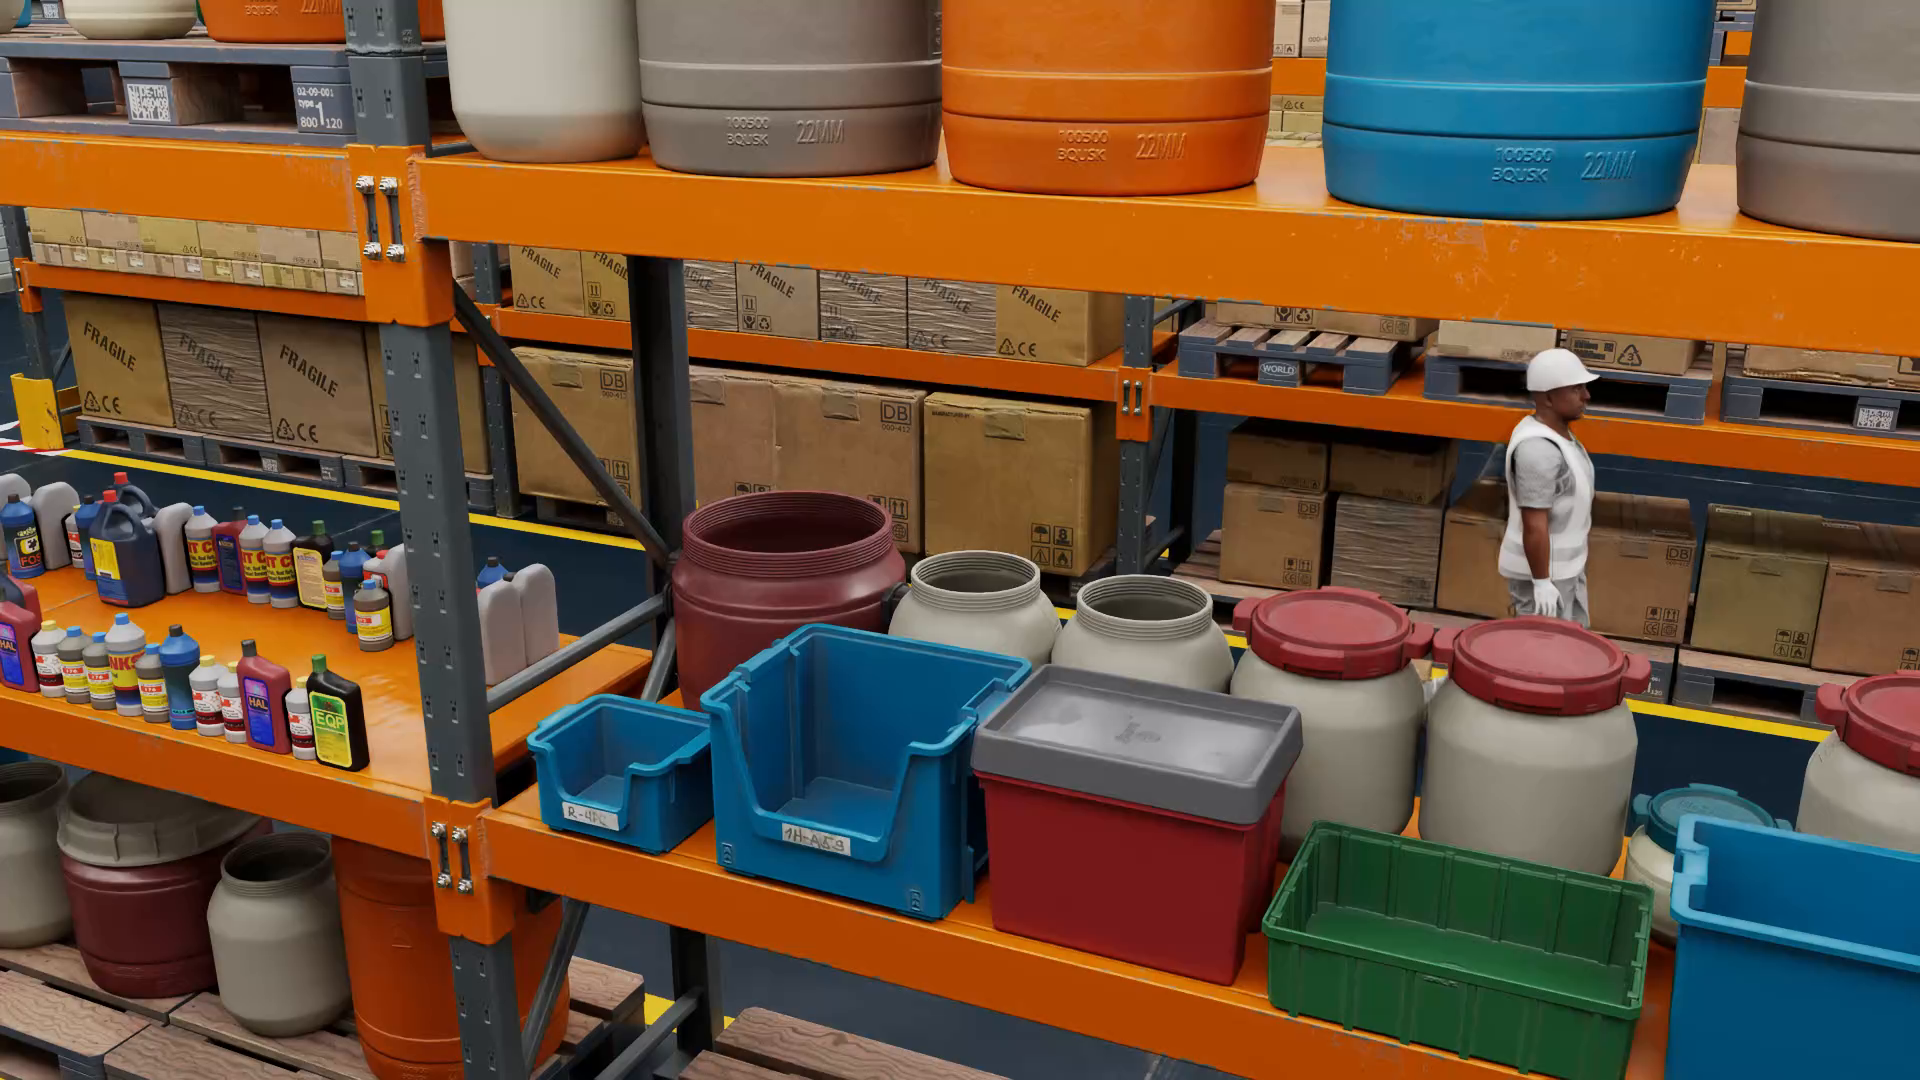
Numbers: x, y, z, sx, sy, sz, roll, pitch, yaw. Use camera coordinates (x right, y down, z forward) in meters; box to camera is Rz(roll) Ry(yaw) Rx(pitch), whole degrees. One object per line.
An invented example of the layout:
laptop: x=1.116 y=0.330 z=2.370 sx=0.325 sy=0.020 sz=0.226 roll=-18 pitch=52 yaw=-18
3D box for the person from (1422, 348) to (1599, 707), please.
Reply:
person: x=2.298 y=0.104 z=6.688 sx=0.773 sy=1.764 sz=0.574 roll=8 pitch=21 yaw=23
